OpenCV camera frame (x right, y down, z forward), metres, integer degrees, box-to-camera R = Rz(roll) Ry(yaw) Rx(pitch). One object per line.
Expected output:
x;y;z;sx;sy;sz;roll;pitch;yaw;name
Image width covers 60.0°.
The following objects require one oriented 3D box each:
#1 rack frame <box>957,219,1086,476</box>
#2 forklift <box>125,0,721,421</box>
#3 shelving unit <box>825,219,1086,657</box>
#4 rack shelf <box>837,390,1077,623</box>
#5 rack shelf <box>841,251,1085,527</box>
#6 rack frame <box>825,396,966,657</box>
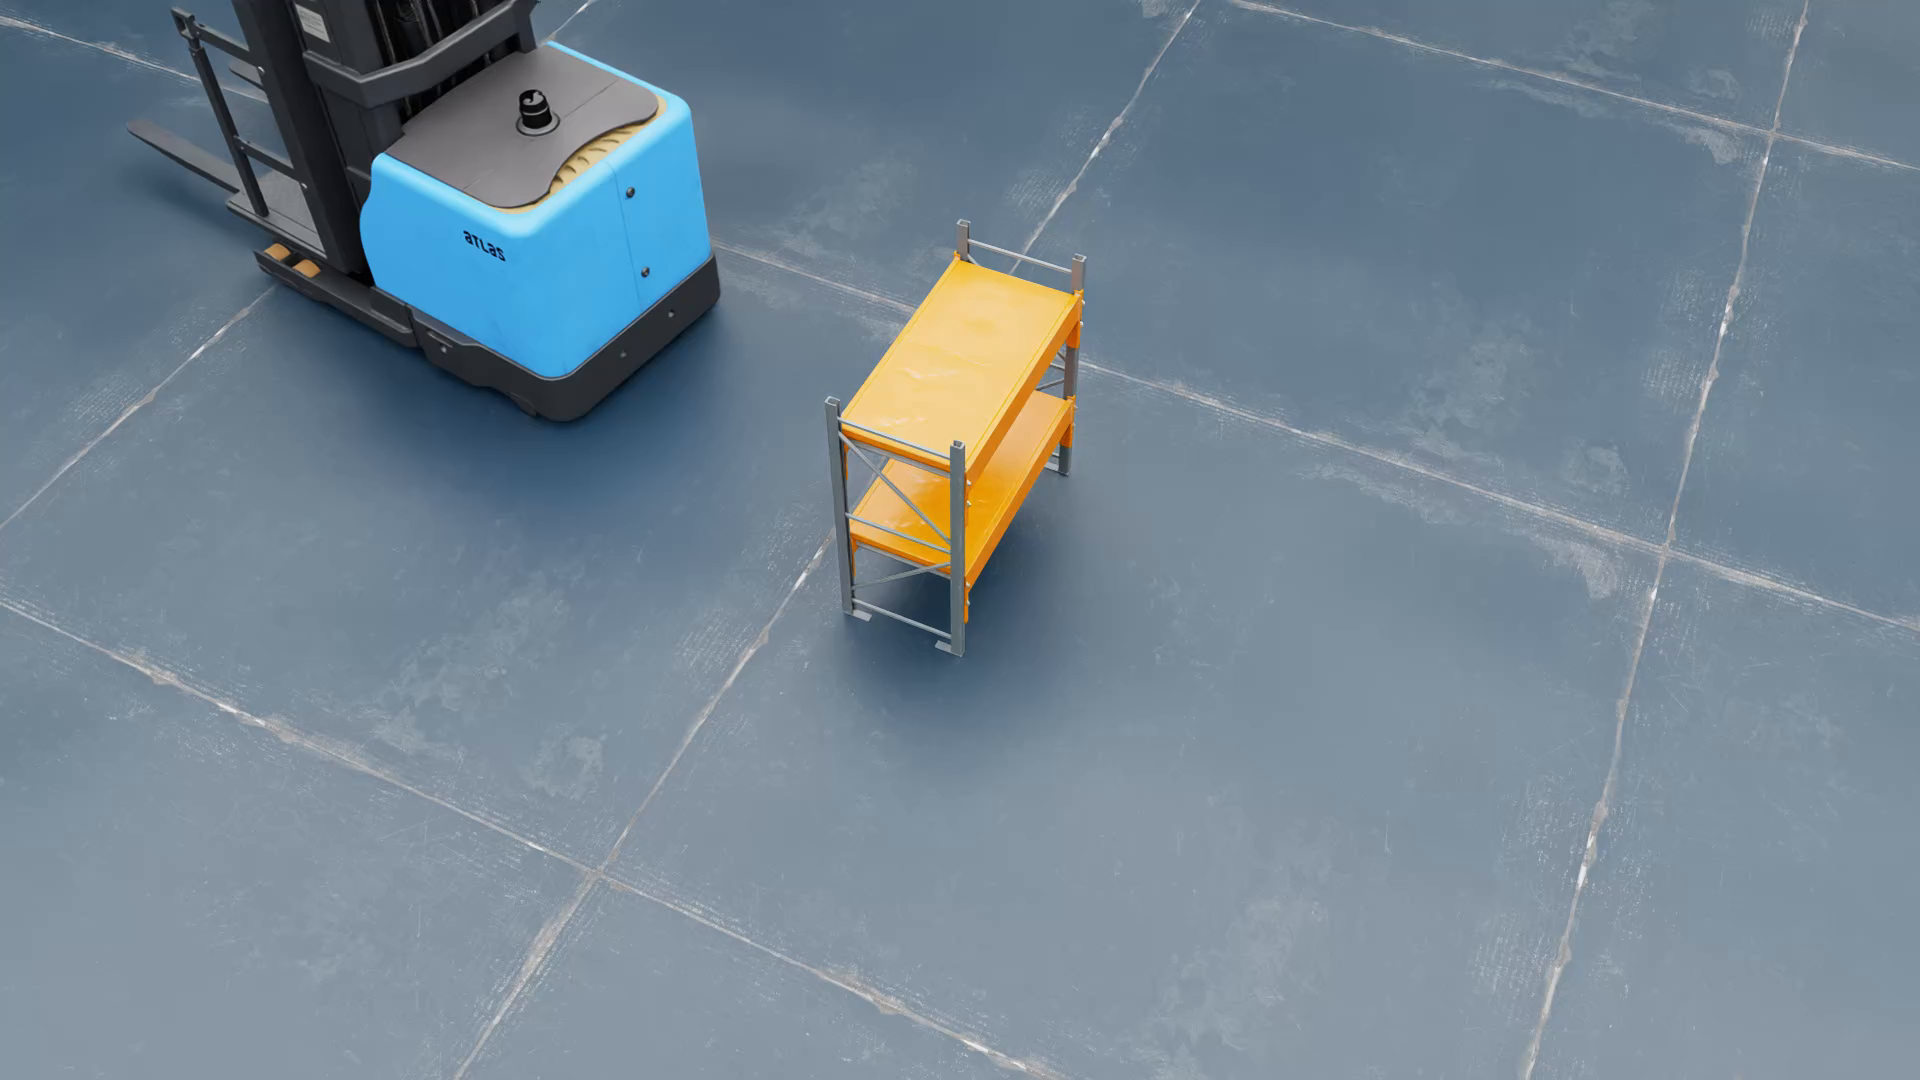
0.220;-0.719;6.439;0.500;1.125;0.032;20;52;16;rack frame
-2.568;-2.347;6.638;3.031;2.935;1.130;28;55;22;forklift
0.003;-0.369;6.141;0.538;1.125;1.048;20;52;16;shelving unit
0.003;-0.211;6.327;0.538;0.278;1.000;20;52;16;rack shelf
0.003;-0.559;5.918;0.538;0.278;1.000;20;52;16;rack shelf
-0.214;-0.019;5.843;0.500;1.125;0.032;20;52;16;rack frame
